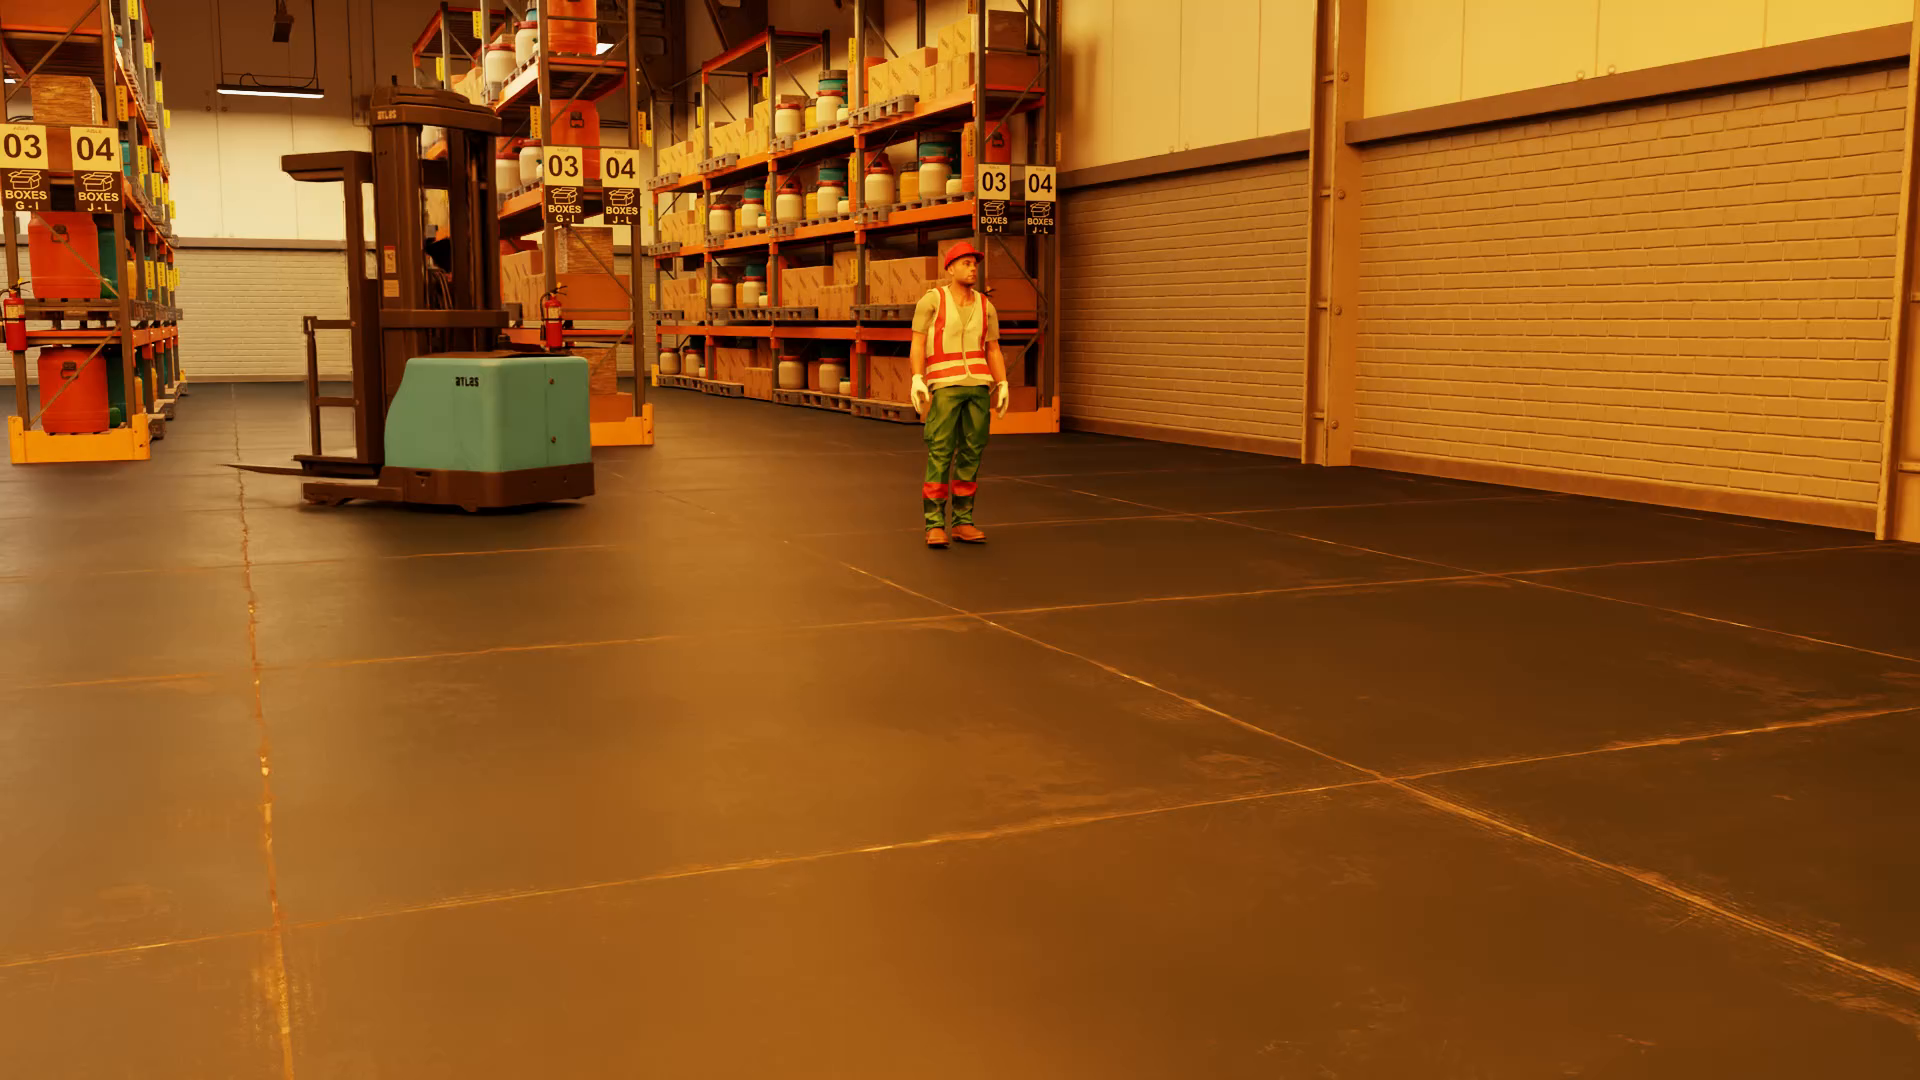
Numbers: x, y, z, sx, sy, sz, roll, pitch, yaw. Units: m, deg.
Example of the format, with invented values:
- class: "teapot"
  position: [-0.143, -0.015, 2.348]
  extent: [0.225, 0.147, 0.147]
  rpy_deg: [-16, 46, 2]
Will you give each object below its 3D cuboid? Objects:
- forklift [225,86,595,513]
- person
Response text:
- class: "forklift"
  position: [-4.196, -1.752, 12.233]
  extent: [3.031, 2.935, 1.130]
  rpy_deg: [4, 9, 29]
- class: "person"
  position: [0.021, -0.884, 9.958]
  extent: [0.637, 1.790, 0.562]
  rpy_deg: [-3, 8, -23]
